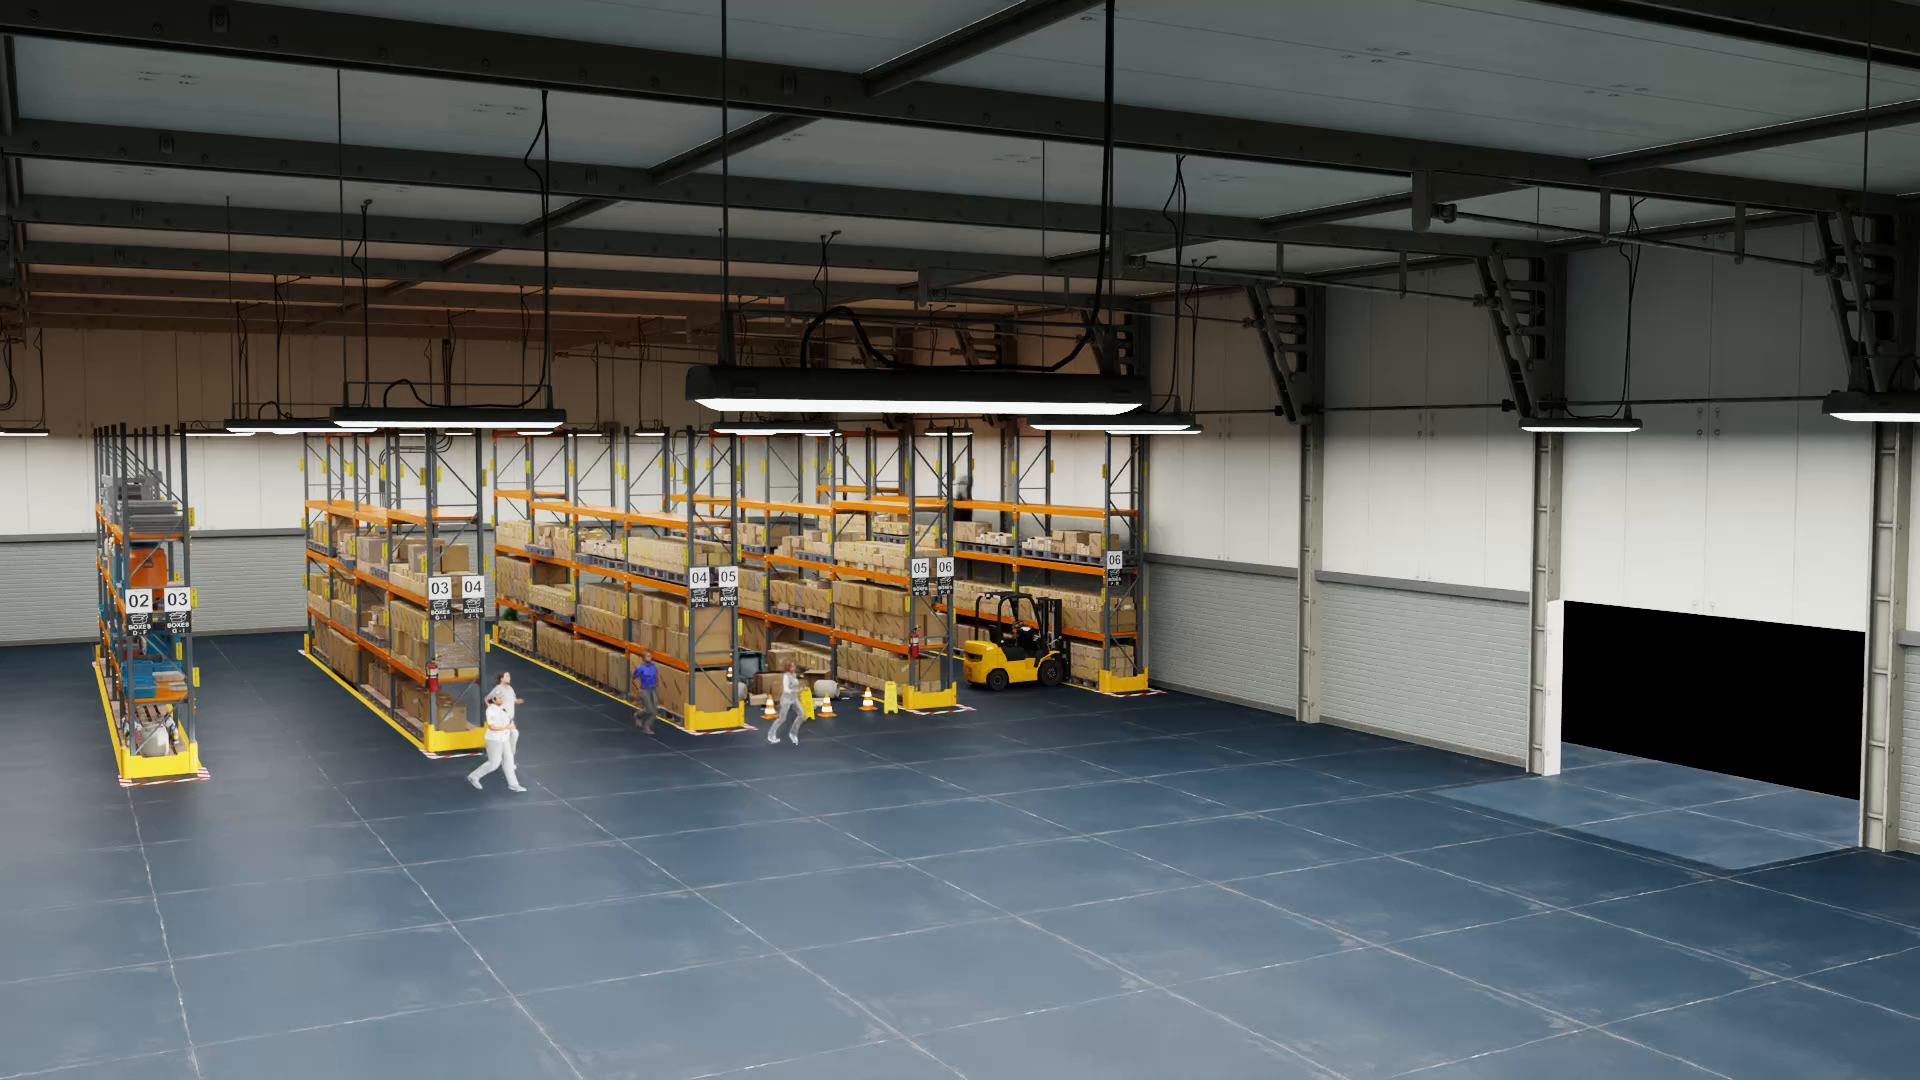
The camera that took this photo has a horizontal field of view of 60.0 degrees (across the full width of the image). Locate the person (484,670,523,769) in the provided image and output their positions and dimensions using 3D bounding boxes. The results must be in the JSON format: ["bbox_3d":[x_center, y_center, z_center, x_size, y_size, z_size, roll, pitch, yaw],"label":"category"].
[{"bbox_3d":[-7.957,3.128,29.048,0.738,1.719,0.534,1,4,13],"label":"person"}]

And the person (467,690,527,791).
[{"bbox_3d":[-7.483,3.252,26.834,0.924,1.666,0.606,0,3,-1],"label":"person"}]

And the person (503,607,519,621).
[{"bbox_3d":[-13.003,1.918,48.342,0.647,1.821,0.692,-2,4,-28],"label":"person"}]

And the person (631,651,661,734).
[{"bbox_3d":[-6.064,2.967,32.315,0.559,1.611,0.575,3,5,43],"label":"person"}]

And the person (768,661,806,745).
[{"bbox_3d":[-3.193,3.039,31.073,0.815,1.597,0.545,2,4,27],"label":"person"}]
